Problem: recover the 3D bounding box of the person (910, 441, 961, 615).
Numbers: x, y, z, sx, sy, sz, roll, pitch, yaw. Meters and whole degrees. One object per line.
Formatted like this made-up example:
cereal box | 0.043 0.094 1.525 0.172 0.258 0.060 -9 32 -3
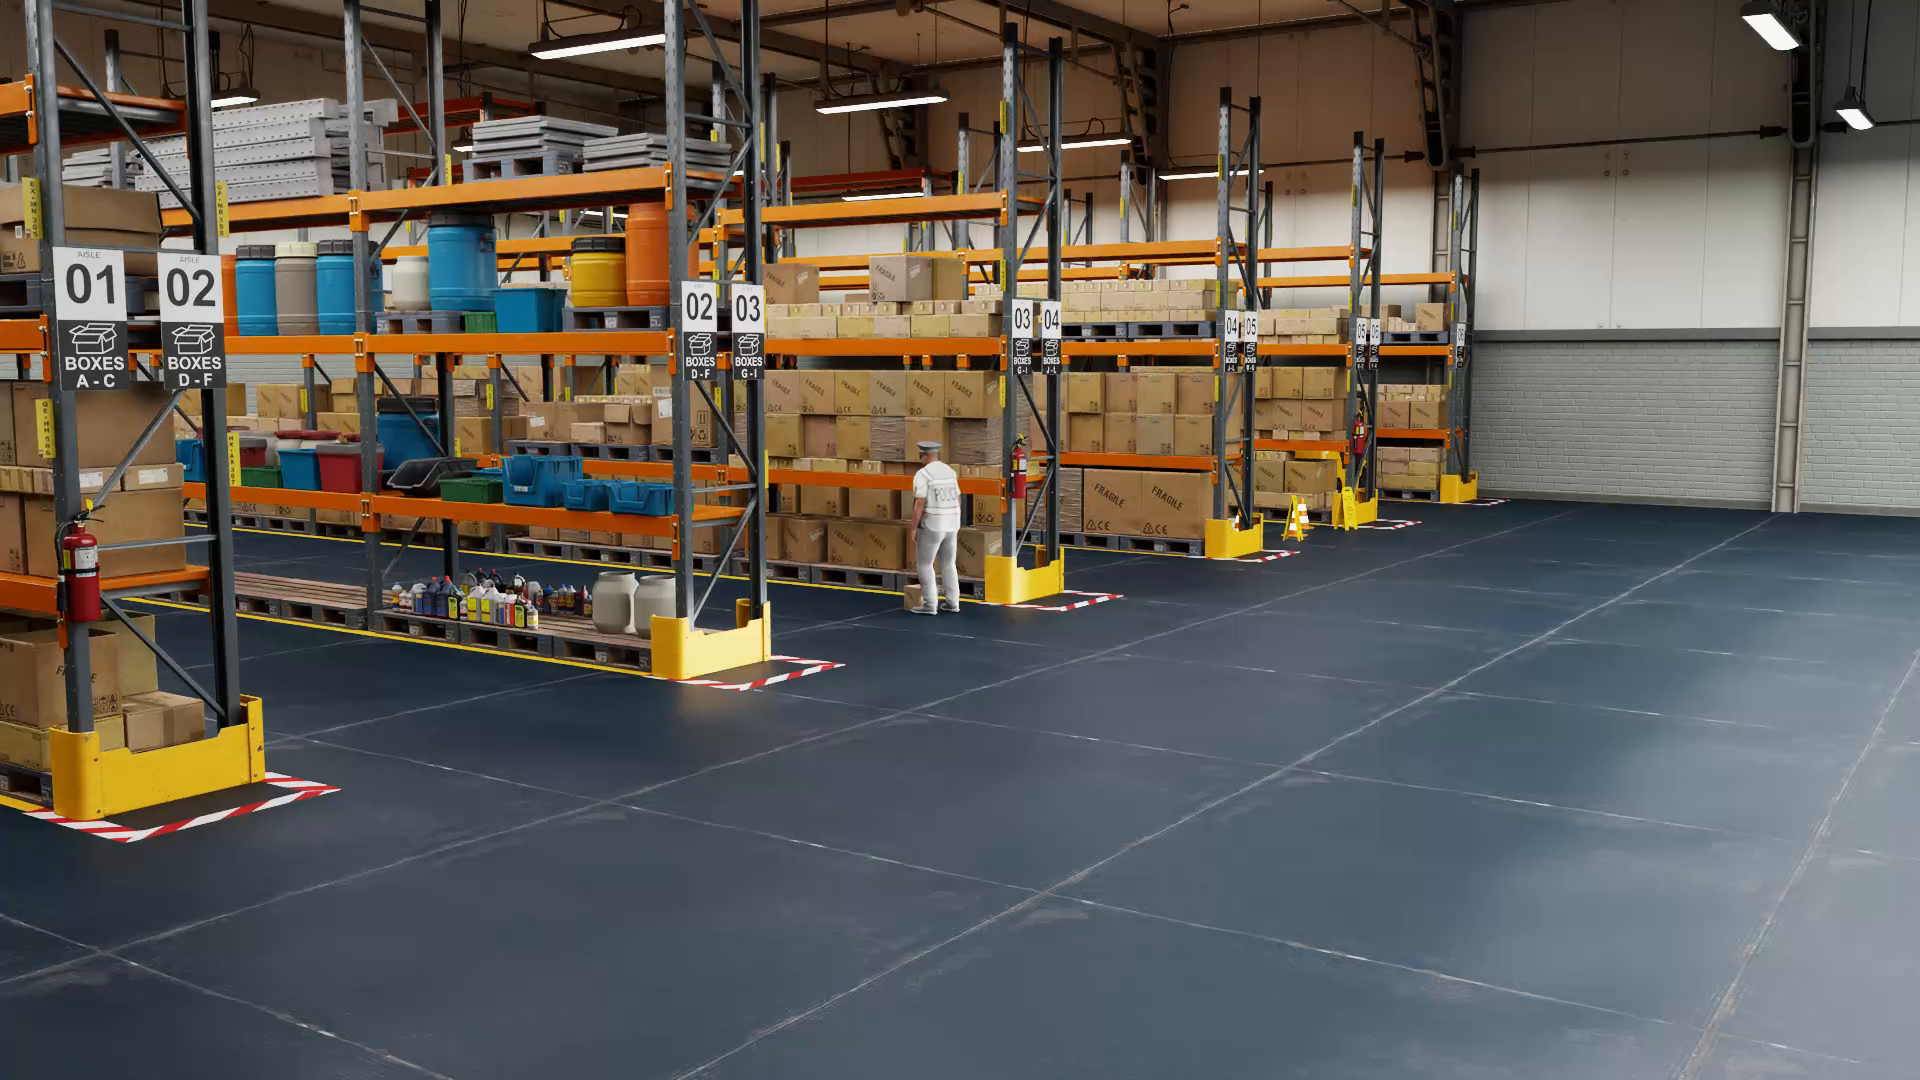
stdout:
person | -0.236 -0.123 16.859 0.593 1.748 0.435 -5 8 -38
